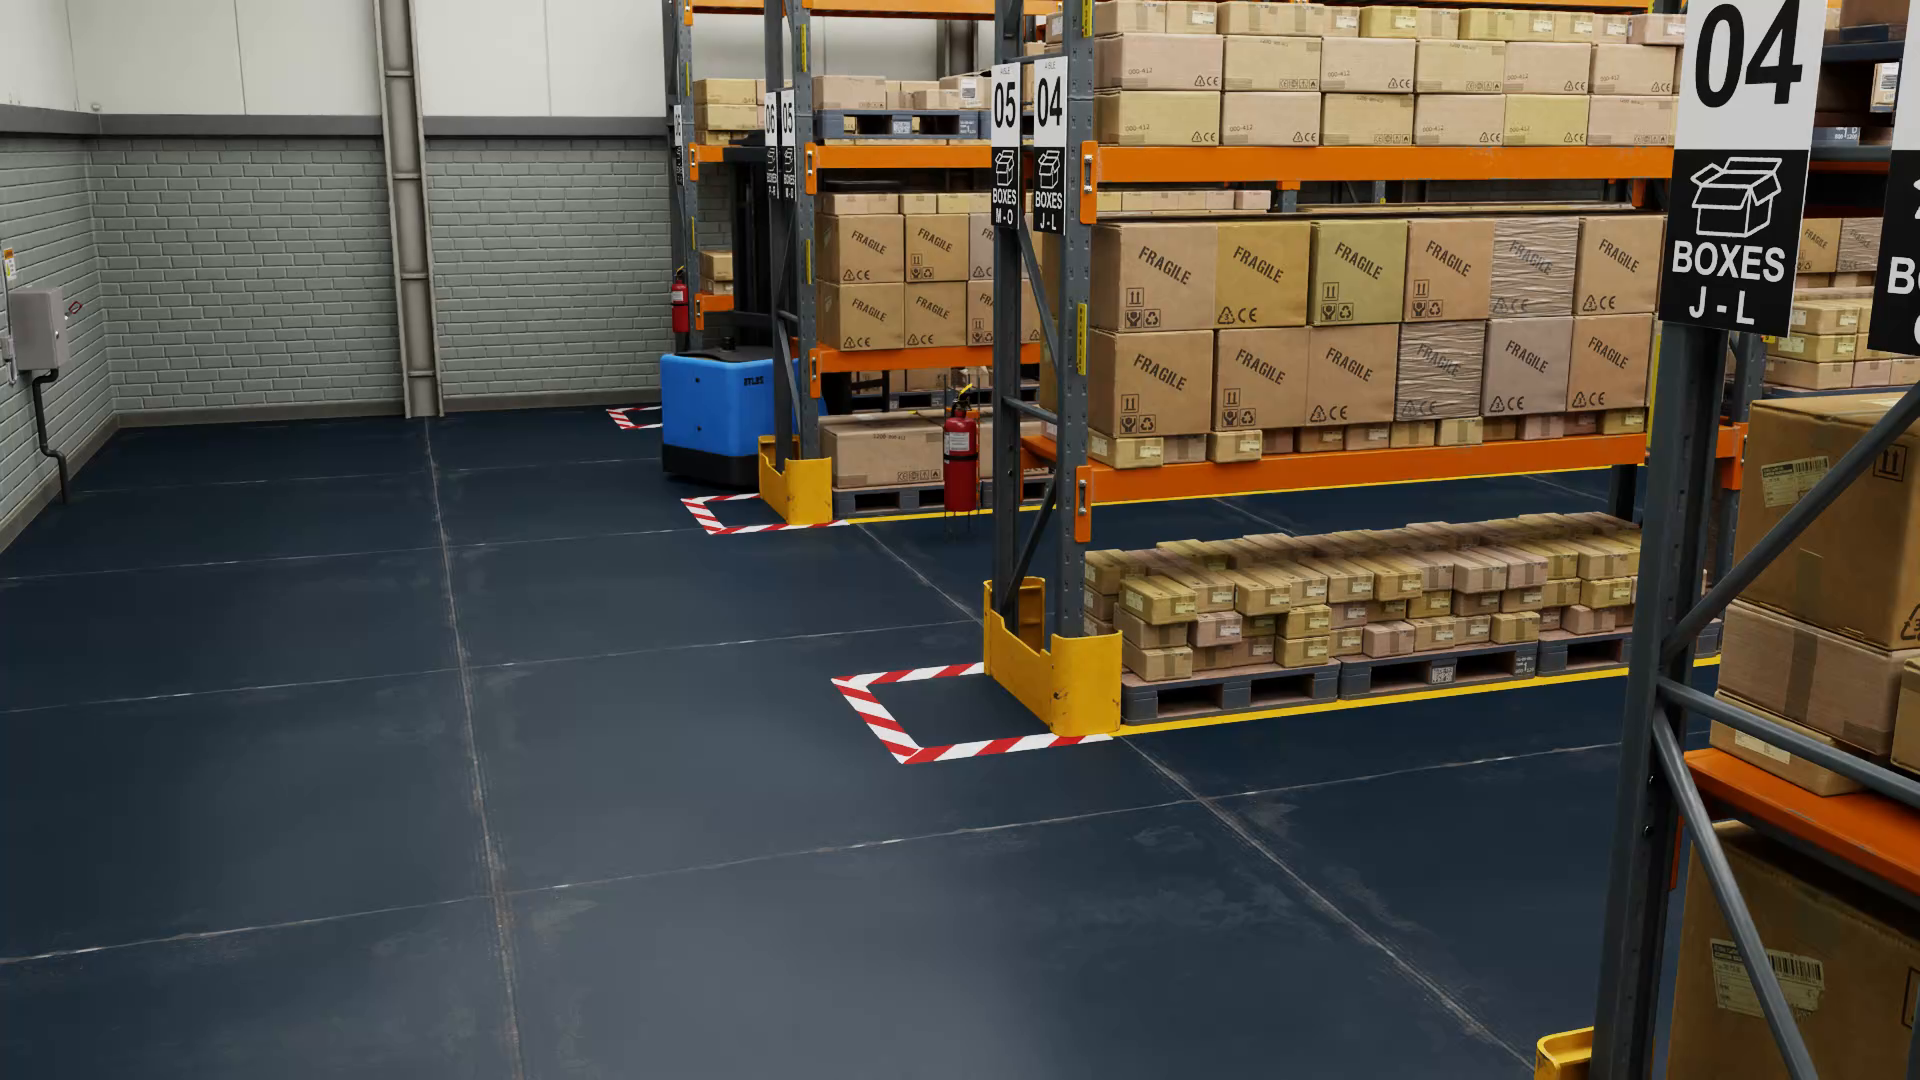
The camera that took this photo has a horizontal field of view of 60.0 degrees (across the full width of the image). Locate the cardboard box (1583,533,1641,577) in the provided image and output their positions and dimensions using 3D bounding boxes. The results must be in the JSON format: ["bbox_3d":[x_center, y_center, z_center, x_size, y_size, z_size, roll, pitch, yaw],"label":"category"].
[{"bbox_3d":[3.696,0.080,9.290,0.250,0.149,0.380,-4,14,-17],"label":"cardboard box"}]

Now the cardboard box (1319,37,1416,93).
[{"bbox_3d":[1.864,-2.307,8.120,0.500,0.250,0.500,-4,14,-17],"label":"cardboard box"}]

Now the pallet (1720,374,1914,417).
[{"bbox_3d":[4.950,-0.855,9.669,1.213,0.211,1.003,-4,14,-18],"label":"pallet"}]

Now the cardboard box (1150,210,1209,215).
[{"bbox_3d":[1.662,-2.406,13.398,0.500,0.500,0.500,-5,14,-19],"label":"cardboard box"}]

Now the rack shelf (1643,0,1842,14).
[{"bbox_3d":[8.192,-4.819,15.374,4.000,0.370,1.077,-4,14,-18],"label":"rack shelf"}]

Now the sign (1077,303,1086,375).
[{"bbox_3d":[0.562,-0.931,7.702,0.005,0.325,0.100,-4,14,-18],"label":"sign"}]

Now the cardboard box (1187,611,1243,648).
[{"bbox_3d":[1.244,0.419,8.508,0.250,0.149,0.380,-5,14,-18],"label":"cardboard box"}]

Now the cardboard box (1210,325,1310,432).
[{"bbox_3d":[1.401,-0.839,8.331,0.500,0.500,0.500,-4,14,-18],"label":"cardboard box"}]

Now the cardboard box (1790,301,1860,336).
[{"bbox_3d":[4.699,-1.223,9.153,0.250,0.149,0.380,-4,14,-15],"label":"cardboard box"}]

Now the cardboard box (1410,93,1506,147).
[{"bbox_3d":[2.372,-2.106,8.358,0.500,0.250,0.500,-5,14,-18],"label":"cardboard box"}]

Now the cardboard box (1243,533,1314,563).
[{"bbox_3d":[1.773,0.080,9.292,0.250,0.149,0.380,-4,14,-16],"label":"cardboard box"}]

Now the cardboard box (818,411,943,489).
[{"bbox_3d":[-0.693,-0.735,13.380,0.875,0.438,0.875,-5,14,-20],"label":"cardboard box"}]

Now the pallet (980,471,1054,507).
[{"bbox_3d":[0.601,-0.515,13.853,1.213,0.211,1.003,-4,14,-18],"label":"pallet"}]

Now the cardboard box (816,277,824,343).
[{"bbox_3d":[-0.913,-1.849,13.218,0.500,0.500,0.500,-4,14,-18],"label":"cardboard box"}]

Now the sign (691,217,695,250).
[{"bbox_3d":[-2.700,-3.097,16.811,0.005,0.325,0.100,-4,14,-18],"label":"sign"}]

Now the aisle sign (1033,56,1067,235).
[{"bbox_3d":[0.415,-1.822,7.703,0.004,0.787,0.394,-4,14,-18],"label":"aisle sign"}]

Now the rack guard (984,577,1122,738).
[{"bbox_3d":[0.460,0.582,8.615,0.348,0.500,1.175,-4,14,-18],"label":"rack guard"}]

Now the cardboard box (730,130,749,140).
[{"bbox_3d":[-2.256,-4.130,17.083,0.250,0.149,0.380,-4,14,-17],"label":"cardboard box"}]

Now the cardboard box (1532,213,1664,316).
[{"bbox_3d":[3.332,-1.470,8.821,0.500,0.500,0.500,-5,14,-20],"label":"cardboard box"}]

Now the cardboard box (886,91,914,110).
[{"bbox_3d":[-0.517,-3.398,12.884,0.250,0.149,0.380,-6,14,-22],"label":"cardboard box"}]

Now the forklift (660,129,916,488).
[{"bbox_3d":[-1.203,-2.138,14.799,1.130,2.935,3.031,12,18,41],"label":"forklift"}]

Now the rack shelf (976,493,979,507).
[{"bbox_3d":[0.014,-0.308,12.074,0.180,0.103,0.258,-4,14,-18],"label":"rack shelf"}]

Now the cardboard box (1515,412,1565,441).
[{"bbox_3d":[3.002,-0.639,8.891,0.250,0.149,0.380,-5,14,-20],"label":"cardboard box"}]

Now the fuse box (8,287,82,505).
[{"bbox_3d":[-7.155,-1.130,13.196,0.414,1.711,0.539,-4,14,-18],"label":"fuse box"}]

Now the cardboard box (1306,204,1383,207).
[{"bbox_3d":[3.336,-2.665,14.487,0.500,0.500,0.500,-4,14,-17],"label":"cardboard box"}]

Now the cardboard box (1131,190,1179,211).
[{"bbox_3d":[1.556,-2.725,13.340,0.250,0.149,0.380,-5,14,-19],"label":"cardboard box"}]

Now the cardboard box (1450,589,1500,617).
[{"bbox_3d":[2.717,0.289,9.056,0.250,0.149,0.380,-5,14,-21],"label":"cardboard box"}]

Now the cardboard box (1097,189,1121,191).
[{"bbox_3d":[1.140,-2.817,13.727,0.250,0.149,0.380,-5,14,-20],"label":"cardboard box"}]

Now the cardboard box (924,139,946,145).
[{"bbox_3d":[-0.316,-4.270,17.674,0.250,0.149,0.380,-4,14,-16],"label":"cardboard box"}]

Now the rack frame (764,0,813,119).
[{"bbox_3d":[-1.286,-4.625,12.141,0.127,3.000,1.000,-4,14,-18],"label":"rack frame"}]

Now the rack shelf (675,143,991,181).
[{"bbox_3d":[-0.977,-4.052,17.768,4.000,0.370,1.077,-4,14,-18],"label":"rack shelf"}]

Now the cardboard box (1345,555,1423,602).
[{"bbox_3d":[2.234,0.199,8.791,0.250,0.149,0.380,-4,14,-17],"label":"cardboard box"}]

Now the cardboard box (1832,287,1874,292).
[{"bbox_3d":[5.480,-1.443,10.077,0.250,0.149,0.380,-5,14,-20],"label":"cardboard box"}]

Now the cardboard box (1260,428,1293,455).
[{"bbox_3d":[1.502,-0.543,8.488,0.250,0.149,0.380,-4,14,-15],"label":"cardboard box"}]

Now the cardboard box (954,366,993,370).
[{"bbox_3d":[0.217,-1.989,18.928,0.500,0.311,0.500,-4,14,-16],"label":"cardboard box"}]

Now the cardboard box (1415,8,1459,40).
[{"bbox_3d":[2.249,-2.534,8.214,0.250,0.149,0.380,-4,14,-16],"label":"cardboard box"}]

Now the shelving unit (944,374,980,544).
[{"bbox_3d":[0.014,-0.585,12.008,0.189,1.200,0.258,-4,14,-18],"label":"shelving unit"}]

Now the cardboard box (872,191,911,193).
[{"bbox_3d":[-0.559,-2.689,13.188,0.250,0.149,0.380,-5,14,-19],"label":"cardboard box"}]

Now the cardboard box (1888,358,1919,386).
[{"bbox_3d":[5.198,-0.973,9.388,0.250,0.149,0.380,-4,14,-18],"label":"cardboard box"}]

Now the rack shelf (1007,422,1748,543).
[{"bbox_3d":[2.284,-0.426,9.006,4.000,0.370,1.077,-4,14,-18],"label":"rack shelf"}]

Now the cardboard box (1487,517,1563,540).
[{"bbox_3d":[3.283,-0.014,9.686,0.250,0.149,0.380,-5,14,-19],"label":"cardboard box"}]

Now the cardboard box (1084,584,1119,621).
[{"bbox_3d":[0.797,0.308,8.976,0.250,0.149,0.380,-5,14,-20],"label":"cardboard box"}]

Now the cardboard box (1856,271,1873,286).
[{"bbox_3d":[8.433,-2.507,15.835,0.250,0.149,0.380,-5,14,-20],"label":"cardboard box"}]

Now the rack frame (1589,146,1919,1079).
[{"bbox_3d":[1.874,0.467,3.698,0.127,3.000,1.000,-4,14,-18],"label":"rack frame"}]

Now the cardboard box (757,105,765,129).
[{"bbox_3d":[-1.890,-4.341,17.109,0.500,0.250,0.500,-4,14,-17],"label":"cardboard box"}]

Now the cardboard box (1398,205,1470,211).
[{"bbox_3d":[3.963,-2.586,14.157,0.500,0.500,0.500,-5,14,-19],"label":"cardboard box"}]

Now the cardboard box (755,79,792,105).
[{"bbox_3d":[-1.884,-4.580,17.036,0.500,0.250,0.500,-5,14,-18],"label":"cardboard box"}]

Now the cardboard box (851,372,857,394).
[{"bbox_3d":[-1.440,-1.862,17.983,0.500,0.500,0.700,-4,14,-16],"label":"cardboard box"}]

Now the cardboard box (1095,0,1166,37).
[{"bbox_3d":[0.768,-2.426,7.759,0.250,0.149,0.380,-5,14,-19],"label":"cardboard box"}]

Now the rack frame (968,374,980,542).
[{"bbox_3d":[0.100,-0.592,12.037,0.006,1.200,0.240,-4,14,-18],"label":"rack frame"}]

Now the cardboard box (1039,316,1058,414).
[{"bbox_3d":[0.732,-0.911,8.633,0.500,0.500,0.500,-4,14,-17],"label":"cardboard box"}]

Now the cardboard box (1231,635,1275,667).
[{"bbox_3d":[1.442,0.529,8.691,0.250,0.149,0.380,-4,14,-17],"label":"cardboard box"}]

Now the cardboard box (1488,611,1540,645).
[{"bbox_3d":[2.935,0.439,9.068,0.250,0.149,0.380,-4,14,-18],"label":"cardboard box"}]

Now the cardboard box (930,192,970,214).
[{"bbox_3d":[-0.109,-2.575,12.708,0.250,0.149,0.380,-5,14,-20],"label":"cardboard box"}]

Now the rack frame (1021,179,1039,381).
[{"bbox_3d":[0.918,-3.090,18.652,0.127,3.000,1.000,-4,14,-18],"label":"rack frame"}]

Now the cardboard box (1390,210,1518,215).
[{"bbox_3d":[2.700,-1.552,9.164,0.500,0.500,0.500,-4,14,-17],"label":"cardboard box"}]

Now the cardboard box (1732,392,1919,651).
[{"bbox_3d":[2.252,-0.063,3.988,0.500,0.500,0.500,-4,14,-17],"label":"cardboard box"}]
